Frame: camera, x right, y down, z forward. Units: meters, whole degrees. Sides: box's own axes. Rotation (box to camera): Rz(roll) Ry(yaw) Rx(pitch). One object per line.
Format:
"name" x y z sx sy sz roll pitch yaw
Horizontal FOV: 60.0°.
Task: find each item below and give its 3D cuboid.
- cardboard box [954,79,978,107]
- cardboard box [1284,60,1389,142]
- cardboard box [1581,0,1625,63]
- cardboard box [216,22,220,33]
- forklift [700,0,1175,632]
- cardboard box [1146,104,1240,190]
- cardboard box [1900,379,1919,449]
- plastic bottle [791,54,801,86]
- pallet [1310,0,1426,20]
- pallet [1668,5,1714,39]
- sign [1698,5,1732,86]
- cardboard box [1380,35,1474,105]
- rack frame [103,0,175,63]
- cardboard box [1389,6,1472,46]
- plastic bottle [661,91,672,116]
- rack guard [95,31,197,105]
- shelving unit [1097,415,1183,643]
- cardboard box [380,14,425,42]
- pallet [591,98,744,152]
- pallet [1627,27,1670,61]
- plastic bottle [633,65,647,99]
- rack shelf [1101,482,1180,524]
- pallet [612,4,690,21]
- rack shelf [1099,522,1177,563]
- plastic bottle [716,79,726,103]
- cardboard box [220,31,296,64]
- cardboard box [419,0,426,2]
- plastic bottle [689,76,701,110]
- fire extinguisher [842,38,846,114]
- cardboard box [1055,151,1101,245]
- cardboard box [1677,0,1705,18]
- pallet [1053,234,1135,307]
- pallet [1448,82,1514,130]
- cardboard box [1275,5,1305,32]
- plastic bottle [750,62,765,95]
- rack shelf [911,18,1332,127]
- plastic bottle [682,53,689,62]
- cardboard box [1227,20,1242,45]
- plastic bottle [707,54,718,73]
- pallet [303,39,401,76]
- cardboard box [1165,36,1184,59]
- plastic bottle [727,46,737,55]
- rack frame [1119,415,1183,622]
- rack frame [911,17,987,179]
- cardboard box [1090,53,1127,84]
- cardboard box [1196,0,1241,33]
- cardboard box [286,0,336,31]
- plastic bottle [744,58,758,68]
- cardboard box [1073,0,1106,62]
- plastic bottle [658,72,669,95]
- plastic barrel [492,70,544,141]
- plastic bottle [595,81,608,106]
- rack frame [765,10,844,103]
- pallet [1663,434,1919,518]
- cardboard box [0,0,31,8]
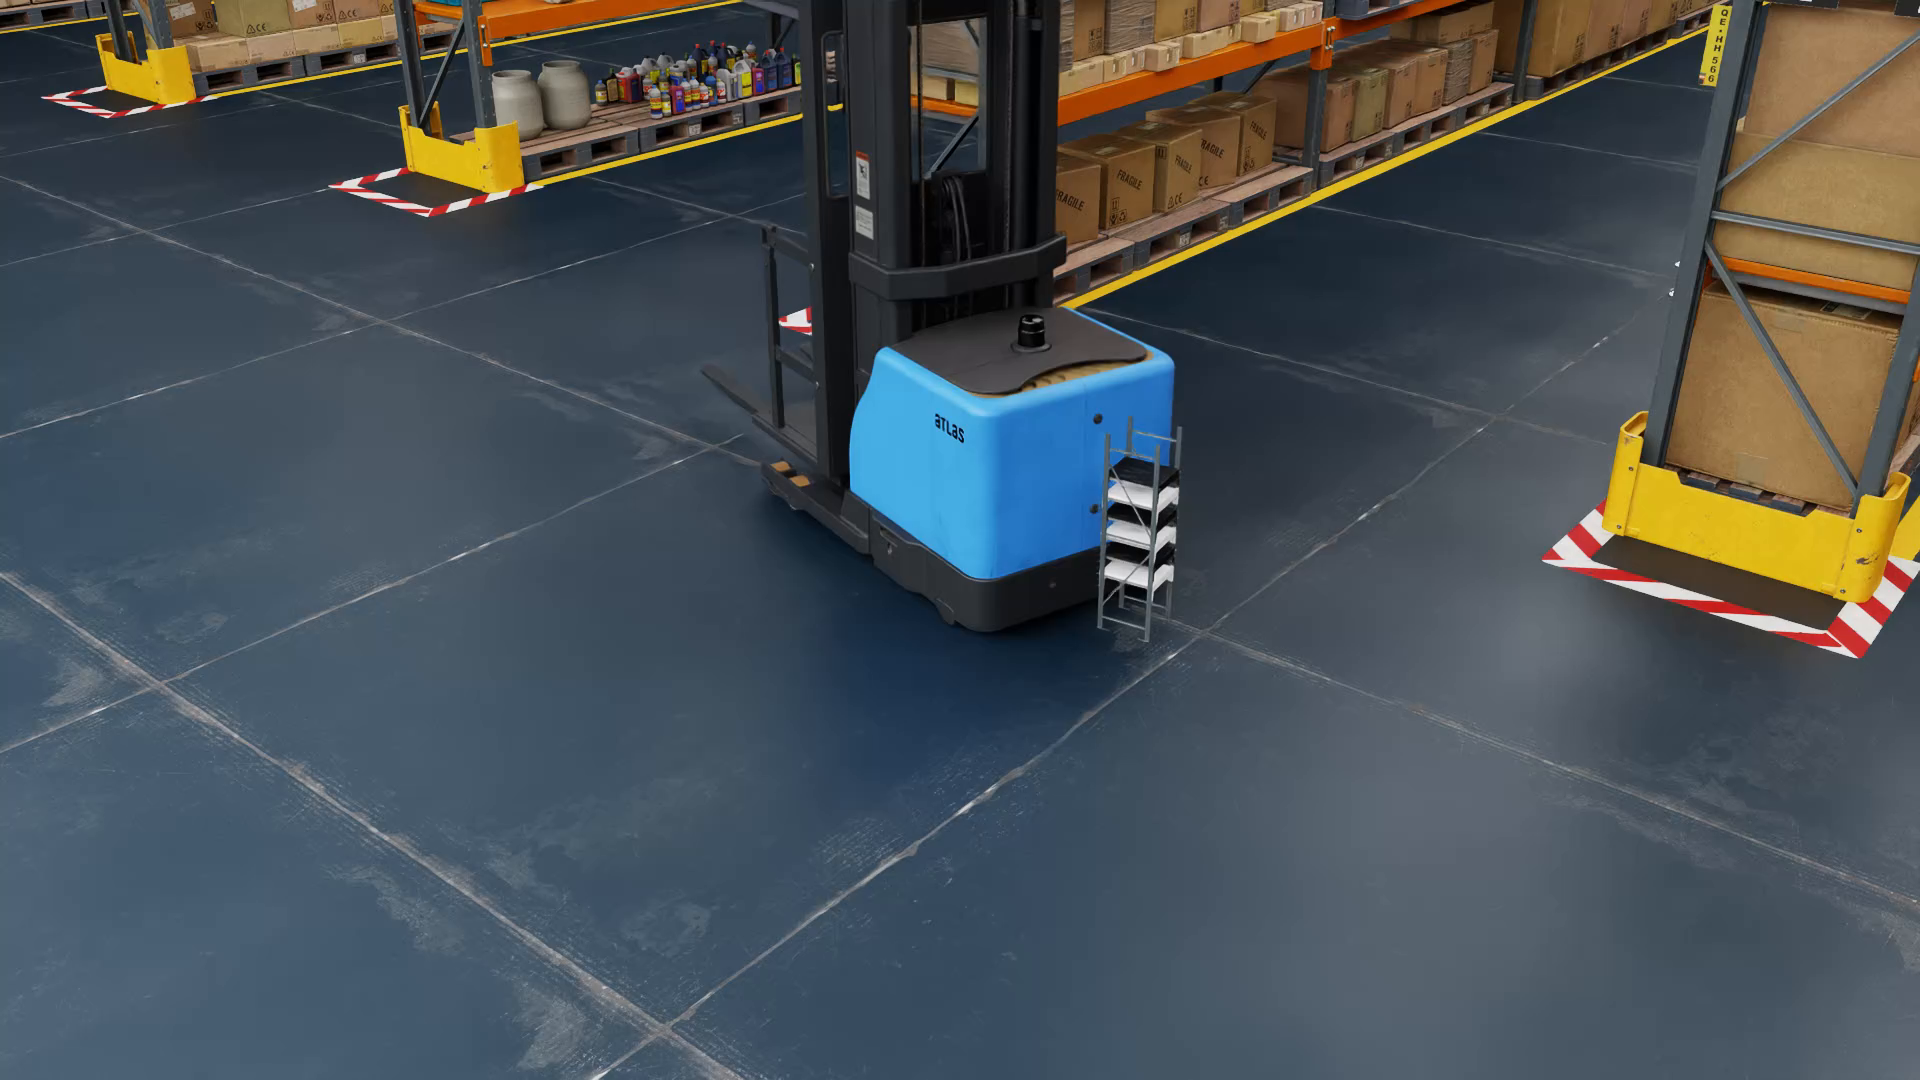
"cardboard box" 0.188 -2.691 9.960 0.380 0.149 0.250 21 34 34
"cardboard box" 3.092 -3.649 13.781 0.700 0.500 0.500 21 34 34
"cardboard box" 5.939 -5.403 16.784 1.225 0.875 0.875 21 34 35
"cardboard box" -7.397 -5.090 16.860 0.500 0.250 0.500 21 34 34
"forklift" -0.315 -1.553 7.561 1.130 2.935 3.031 -17 32 -29
"cardboard box" 1.723 -2.930 12.413 0.500 0.500 0.500 -16 31 -28
"cardboard box" 4.524 -1.101 8.468 0.875 0.875 0.875 20 34 34
"plastic bottle" -1.506 -4.359 15.388 0.061 0.283 0.133 23 35 37
"pallet" 2.966 -4.332 13.069 1.003 0.211 1.213 21 34 34
"pallet" 8.000 -6.034 19.184 1.003 0.211 1.213 21 34 34
"sign" 3.176 -2.068 6.966 0.100 0.325 0.005 21 34 34
"cardboard box" 4.158 -4.249 14.940 0.700 0.500 0.500 18 32 30
"rack frame" -7.819 -5.667 15.441 1.000 3.000 0.127 21 34 34
"cardboard box" 4.179 -4.588 14.780 0.500 0.250 0.500 -24 36 -38
"plastic bottle" -2.539 -3.759 14.319 0.097 0.201 0.097 0 27 0
"rack guard" -7.834 -4.549 15.999 1.175 0.500 0.348 21 34 34
"shelving unit" 0.736 -0.039 6.844 0.258 0.900 0.210 16 32 27
"cardboard box" -6.033 -5.467 17.588 0.500 0.250 0.500 21 34 34
"pallet" -2.690 -3.738 14.745 1.003 0.211 1.213 21 34 34
"pallet" 7.023 -5.491 18.135 1.003 0.211 1.213 21 34 34
"plastic bottle" -2.899 -4.114 14.923 0.152 0.276 0.135 20 33 33
"rack shelf" 0.736 -0.168 6.776 0.258 0.077 0.200 16 32 27
"pallet" -4.060 -6.554 20.190 1.003 0.211 1.213 21 34 34
"rack shelf" 0.736 -0.009 6.859 0.258 0.077 0.200 16 32 27
"plastic bottle" -2.130 -3.988 14.761 0.097 0.201 0.097 0 27 0
"cardboard box" -6.991 -4.936 16.563 0.500 0.250 0.500 21 34 34
"cardboard box" -5.728 -5.982 17.768 0.500 0.500 0.500 21 34 34
"plastic bottle" -2.324 -3.911 14.536 0.097 0.271 0.097 0 27 0
"fire extinguisher" -0.605 -2.831 10.041 0.296 0.674 0.183 21 34 34
"cardboard box" 0.587 -2.286 11.167 0.500 0.500 0.500 -18 32 -31
"cardboard box" 7.937 -6.479 18.865 0.875 0.875 0.875 21 34 34
"pallet" 0.415 -1.837 11.071 1.003 0.211 1.213 21 34 34
"pallet" 4.413 -4.092 15.431 1.003 0.211 1.213 21 34 34
"cardboard box" 2.291 -3.830 12.162 0.380 0.149 0.250 21 34 34
"plastic bottle" -1.835 -4.175 15.033 0.061 0.283 0.133 23 35 38
"rack shelf" 1.095 -3.161 11.378 1.077 0.370 4.000 21 34 34
"plastic bottle" -2.545 -4.347 15.367 0.061 0.283 0.133 23 35 37
"cardboard box" 1.752 -3.587 11.693 0.380 0.149 0.250 21 34 34
"plastic bottle" -2.287 -4.369 15.421 0.097 0.271 0.097 0 27 0
"pallet" -6.588 -5.143 17.462 1.003 0.211 1.213 21 34 34
"cardboard box" 1.274 -3.322 11.180 0.380 0.149 0.250 21 34 34
"plastic bottle" -2.180 -4.515 15.698 0.152 0.276 0.135 22 35 36
"rack frame" 0.789 -0.079 6.921 0.240 0.900 0.006 16 32 27
"rack frame" -0.177 -2.771 9.842 1.000 3.000 0.127 21 34 34
"cardboard box" 0.840 -3.039 10.634 0.380 0.149 0.250 21 34 34
"cardboard box" 1.448 -3.850 11.496 0.875 0.500 0.500 21 34 34
"cardboard box" -6.681 -5.450 16.739 0.500 0.500 0.500 21 34 34
"plastic bottle" -1.894 -4.276 15.237 0.152 0.276 0.135 21 34 34
"cardboard box" 0.419 -3.347 10.522 0.875 0.500 0.500 21 34 34
"plastic bottle" -2.676 -4.121 15.018 0.097 0.201 0.097 0 27 0
"plastic barrel" -3.639 -3.556 13.609 0.421 0.512 0.421 0 27 0
"plastic bottle" -3.169 -3.950 14.688 0.097 0.201 0.097 0 27 0
"rack frame" -1.455 -5.637 15.381 1.000 3.000 0.127 21 34 34
"pallet" 4.034 -0.353 8.203 1.003 0.211 1.213 21 34 34
"cardboard box" -11.134 -6.334 19.177 0.500 0.311 0.500 17 32 29
